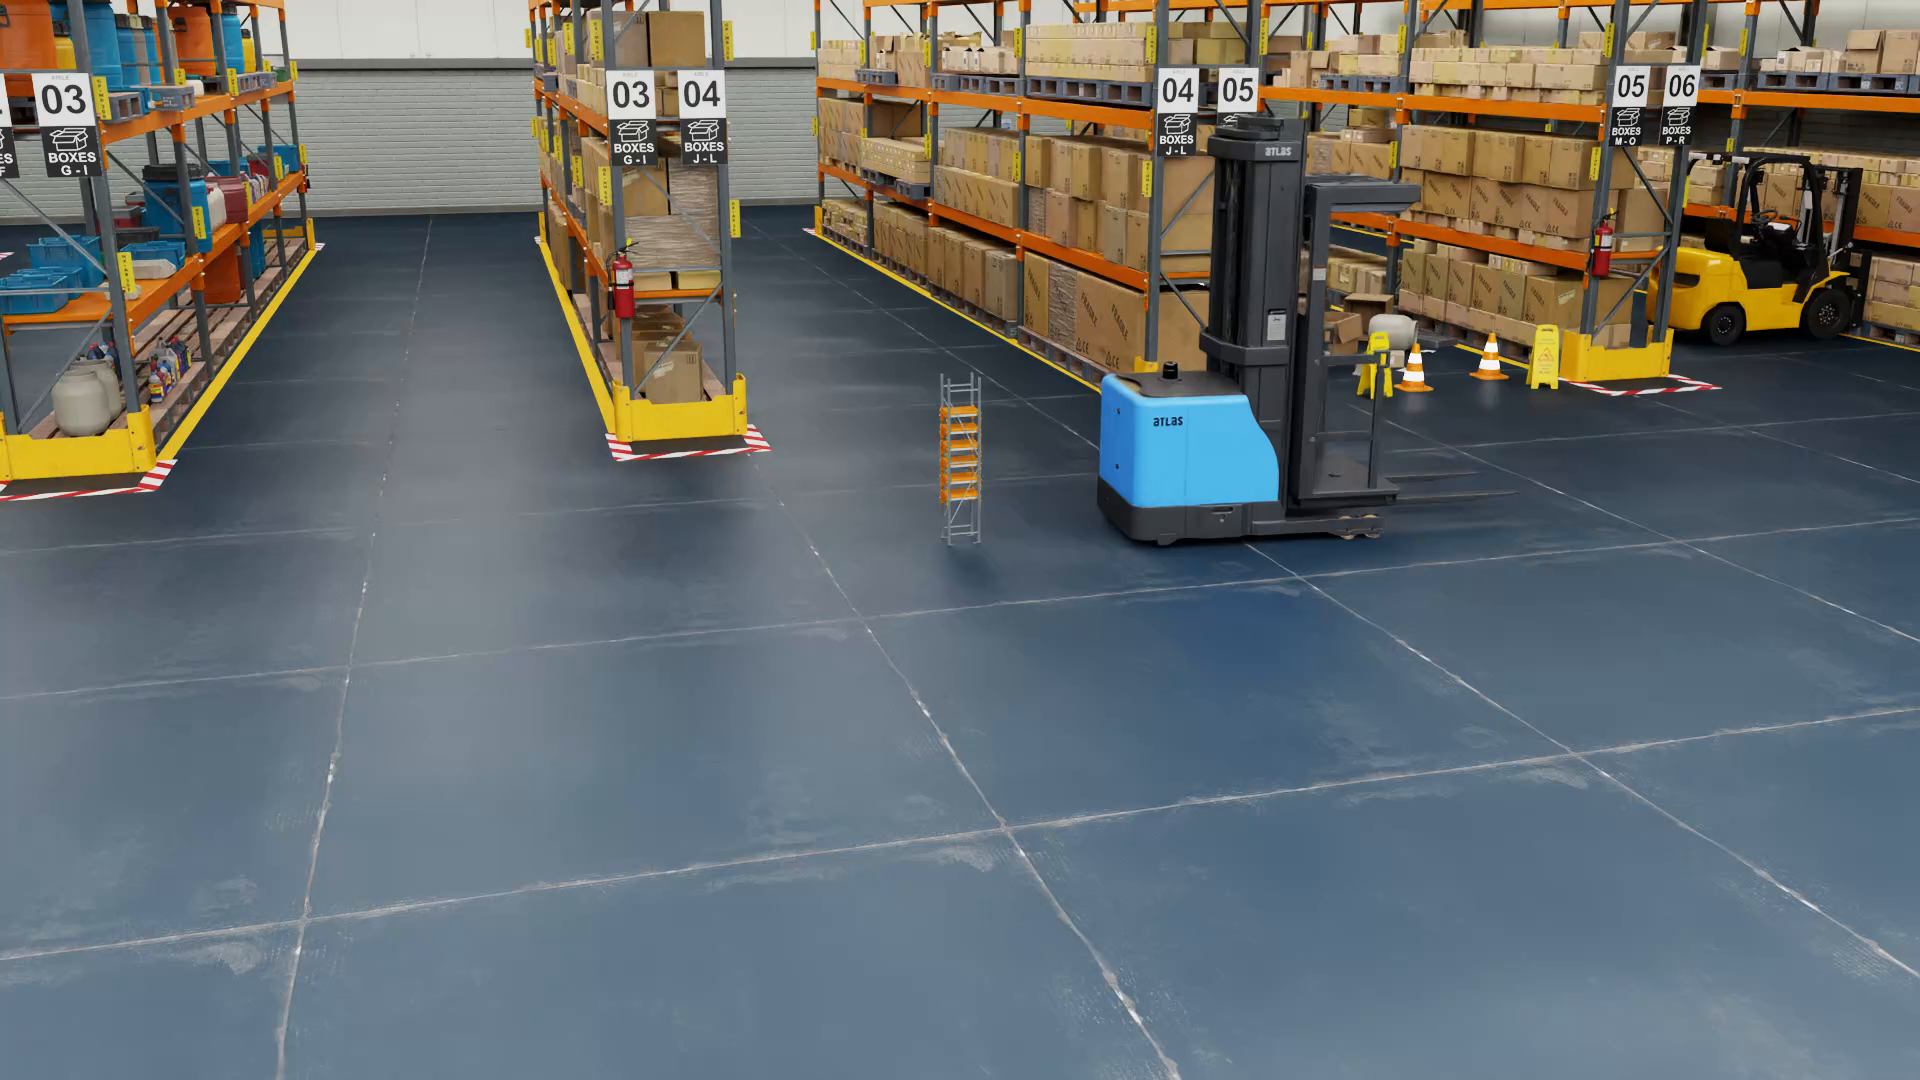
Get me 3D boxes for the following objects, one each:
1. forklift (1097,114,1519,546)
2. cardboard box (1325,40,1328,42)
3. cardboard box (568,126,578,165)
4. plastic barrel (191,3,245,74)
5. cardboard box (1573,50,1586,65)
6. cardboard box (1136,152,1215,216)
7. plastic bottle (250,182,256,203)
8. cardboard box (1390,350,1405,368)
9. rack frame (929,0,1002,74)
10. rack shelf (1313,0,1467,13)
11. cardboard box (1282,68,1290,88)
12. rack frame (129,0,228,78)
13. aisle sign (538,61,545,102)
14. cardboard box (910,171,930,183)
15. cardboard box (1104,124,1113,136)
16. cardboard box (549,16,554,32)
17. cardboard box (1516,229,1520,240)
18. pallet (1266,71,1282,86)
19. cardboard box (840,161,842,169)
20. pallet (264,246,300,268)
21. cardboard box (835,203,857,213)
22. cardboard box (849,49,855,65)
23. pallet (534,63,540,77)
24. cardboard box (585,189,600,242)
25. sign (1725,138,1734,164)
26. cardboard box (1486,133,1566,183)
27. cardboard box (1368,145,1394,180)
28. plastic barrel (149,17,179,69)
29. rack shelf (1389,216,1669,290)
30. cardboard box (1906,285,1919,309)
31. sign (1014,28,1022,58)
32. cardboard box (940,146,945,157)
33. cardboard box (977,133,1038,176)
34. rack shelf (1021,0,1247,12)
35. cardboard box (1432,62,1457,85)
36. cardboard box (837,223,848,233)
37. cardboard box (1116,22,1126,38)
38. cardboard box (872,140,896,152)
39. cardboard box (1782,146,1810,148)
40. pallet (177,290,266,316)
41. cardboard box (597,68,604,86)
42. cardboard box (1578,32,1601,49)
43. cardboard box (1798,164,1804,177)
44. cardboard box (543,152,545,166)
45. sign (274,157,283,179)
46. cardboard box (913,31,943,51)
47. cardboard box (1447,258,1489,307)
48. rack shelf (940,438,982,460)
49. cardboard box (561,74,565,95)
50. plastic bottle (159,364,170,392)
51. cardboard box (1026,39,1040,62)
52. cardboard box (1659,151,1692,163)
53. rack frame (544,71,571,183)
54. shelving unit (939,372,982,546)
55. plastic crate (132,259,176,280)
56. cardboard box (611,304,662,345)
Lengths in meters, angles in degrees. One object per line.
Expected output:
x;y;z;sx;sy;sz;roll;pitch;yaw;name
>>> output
2.603;-1.554;12.032;3.031;2.935;1.130;-3;17;-10;forklift
7.265;-9.589;32.322;0.500;0.250;0.500;-5;17;-16;cardboard box
-5.078;-5.508;23.156;0.797;0.503;0.637;-4;17;-14;cardboard box
-9.962;-6.728;22.321;0.600;0.901;0.708;-5;17;-15;plastic barrel
6.600;-5.009;17.250;0.380;0.149;0.250;-4;17;-14;cardboard box
2.214;-3.442;16.057;0.875;0.550;0.550;-5;17;-15;cardboard box
-9.712;-4.769;22.816;0.061;0.283;0.133;-5;17;-15;plastic bottle
4.708;-2.003;18.363;0.380;0.149;0.250;4;17;13;cardboard box
0.080;-7.833;22.386;1.000;3.000;0.127;-5;17;-15;rack frame
7.935;-9.959;30.721;1.077;0.370;4.000;-5;17;-15;rack shelf
4.805;-6.580;23.663;0.396;0.266;0.258;-5;17;-15;cardboard box
-9.479;-7.077;19.870;1.000;3.000;0.127;-5;17;-15;rack frame
-7.223;-8.050;29.017;0.394;0.787;0.004;-5;17;-15;aisle sign
-0.497;-5.141;23.558;0.380;0.149;0.250;-4;17;-14;cardboard box
2.907;-7.541;29.932;0.500;0.500;0.500;-5;17;-15;cardboard box
-6.370;-8.341;26.912;0.500;0.250;0.500;-5;18;-17;cardboard box
6.441;-3.417;18.550;0.380;0.149;0.250;-4;17;-14;cardboard box
4.584;-6.899;24.820;1.213;0.211;1.003;-4;17;-13;pallet
-1.867;-6.509;28.844;0.380;0.149;0.250;-4;17;-13;cardboard box
-11.156;-4.513;26.610;1.003;0.211;1.213;-5;17;-15;pallet
-2.016;-5.913;29.614;0.380;0.149;0.250;-6;18;-18;cardboard box
-1.522;-7.923;27.291;0.500;0.250;0.500;-5;18;-18;cardboard box
-6.701;-7.998;28.304;1.003;0.211;1.213;-5;17;-15;pallet
-3.449;-3.409;17.396;0.875;0.500;0.500;-5;17;-15;cardboard box
10.164;-5.137;21.965;0.100;0.325;0.005;-5;17;-15;sign
6.289;-4.233;18.401;0.700;0.500;0.500;-5;17;-16;cardboard box
5.564;-4.774;21.209;0.500;0.500;0.500;-5;17;-16;cardboard box
-9.462;-5.636;19.416;0.600;0.901;0.600;0;17;0;plastic barrel
6.461;-3.375;19.223;1.077;0.370;4.000;-5;17;-15;rack shelf
11.348;-2.793;19.217;0.500;0.250;0.500;-5;17;-16;cardboard box
0.661;-5.643;18.863;0.100;0.325;0.005;-5;17;-15;sign
-0.072;-5.684;24.334;0.380;0.149;0.250;-5;18;-18;cardboard box
0.618;-4.939;21.267;0.700;0.500;0.500;-5;17;-16;cardboard box
1.729;-5.637;17.022;1.077;0.370;4.000;-5;17;-15;rack shelf
5.920;-5.494;19.559;0.500;0.250;0.500;-5;17;-16;cardboard box
-1.945;-5.486;29.226;0.380;0.149;0.250;-6;18;-18;cardboard box
1.722;-4.900;15.985;0.380;0.149;0.250;-4;17;-14;cardboard box
-1.136;-6.070;25.616;0.380;0.149;0.250;-5;17;-16;cardboard box
11.061;-5.103;21.907;0.380;0.149;0.250;-5;17;-15;cardboard box
-9.735;-3.083;21.849;1.003;0.211;1.213;-5;17;-15;pallet
-3.034;-4.139;14.870;0.380;0.149;0.250;-5;18;-18;cardboard box
9.548;-7.286;24.703;0.500;0.500;0.500;-5;17;-15;cardboard box
10.756;-4.627;20.842;0.380;0.149;0.250;-5;17;-16;cardboard box
-6.610;-6.298;27.450;0.500;0.250;0.500;-5;17;-16;cardboard box
-10.049;-5.486;24.520;0.100;0.325;0.005;-5;17;-15;sign
-0.436;-7.043;23.466;0.396;0.266;0.258;-5;17;-15;cardboard box
6.113;-3.041;19.607;0.500;0.500;0.500;-4;17;-12;cardboard box
0.004;-0.643;11.744;0.258;0.103;0.180;-5;17;-15;rack shelf
-4.691;-5.668;20.654;0.500;0.250;0.500;-4;17;-14;cardboard box
-7.600;-1.544;15.855;0.097;0.271;0.097;0;17;0;plastic bottle
1.045;-5.452;18.514;0.500;0.250;0.500;-5;17;-15;cardboard box
10.059;-5.383;23.357;0.380;0.149;0.250;-5;17;-17;cardboard box
-5.816;-5.702;25.720;1.000;3.000;0.127;-5;17;-15;rack frame
0.004;-0.571;11.766;0.258;1.200;0.189;-5;17;-15;shelving unit
-7.690;-2.542;15.659;0.530;0.136;0.437;-5;17;-15;plastic crate
-3.546;-2.379;18.274;0.500;0.500;0.500;-5;18;-17;cardboard box
